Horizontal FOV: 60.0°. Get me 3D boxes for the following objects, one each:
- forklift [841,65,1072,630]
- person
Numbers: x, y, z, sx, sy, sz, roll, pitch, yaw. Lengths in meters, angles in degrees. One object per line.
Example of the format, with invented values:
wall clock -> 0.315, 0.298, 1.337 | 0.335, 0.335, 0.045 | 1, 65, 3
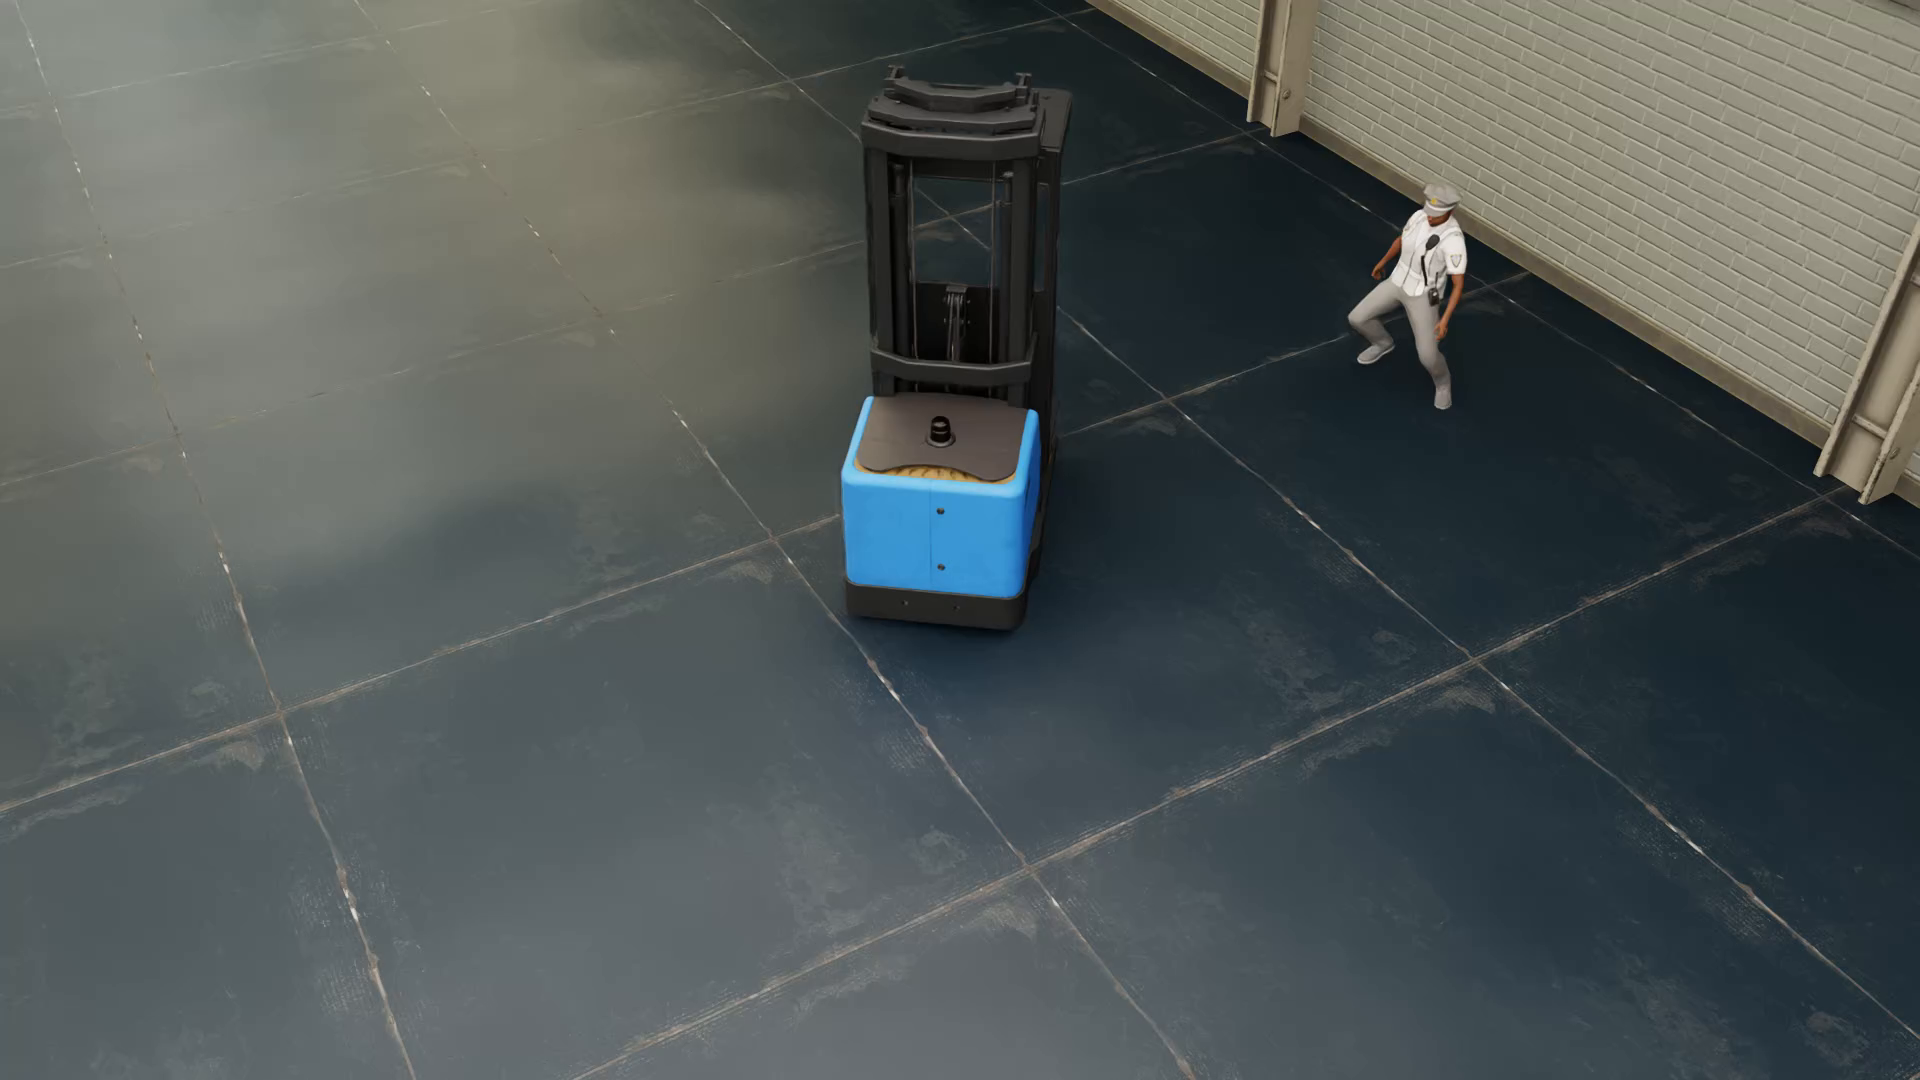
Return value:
forklift -> 0.046, -1.547, 9.902 | 1.130, 2.935, 3.031 | 5, 40, 6
person -> 3.061, -1.670, 11.151 | 0.578, 1.560, 0.850 | -19, 43, -21
